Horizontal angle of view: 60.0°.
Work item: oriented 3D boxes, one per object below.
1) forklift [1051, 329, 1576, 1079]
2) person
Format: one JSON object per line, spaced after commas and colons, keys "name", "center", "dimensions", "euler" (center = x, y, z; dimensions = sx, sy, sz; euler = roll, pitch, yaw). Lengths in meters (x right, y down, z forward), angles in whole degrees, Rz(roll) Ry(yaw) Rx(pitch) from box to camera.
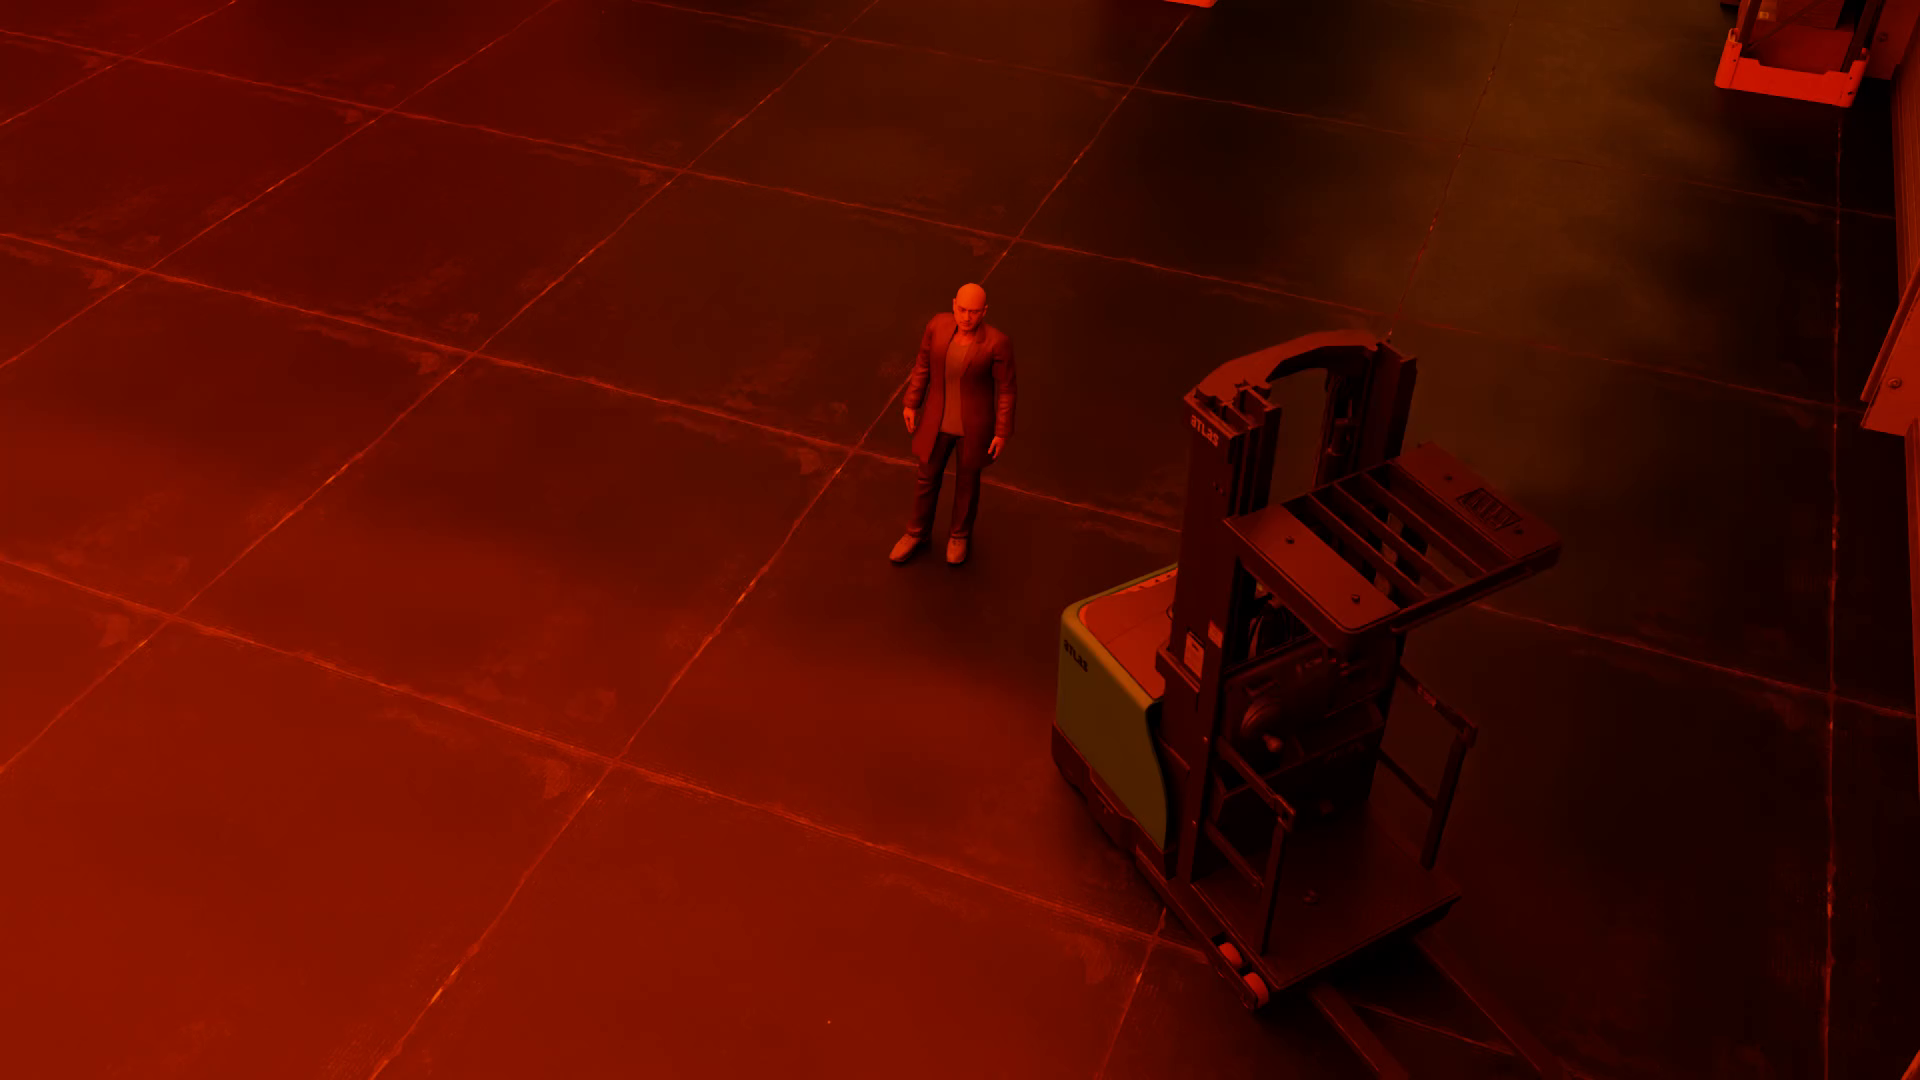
{"name": "forklift", "center": [1.648, 0.705, 7.164], "dimensions": [1.130, 2.935, 3.031], "euler": [-20, 44, -22]}
{"name": "person", "center": [-0.038, -0.634, 9.650], "dimensions": [0.698, 1.778, 0.579], "euler": [15, 42, 17]}
